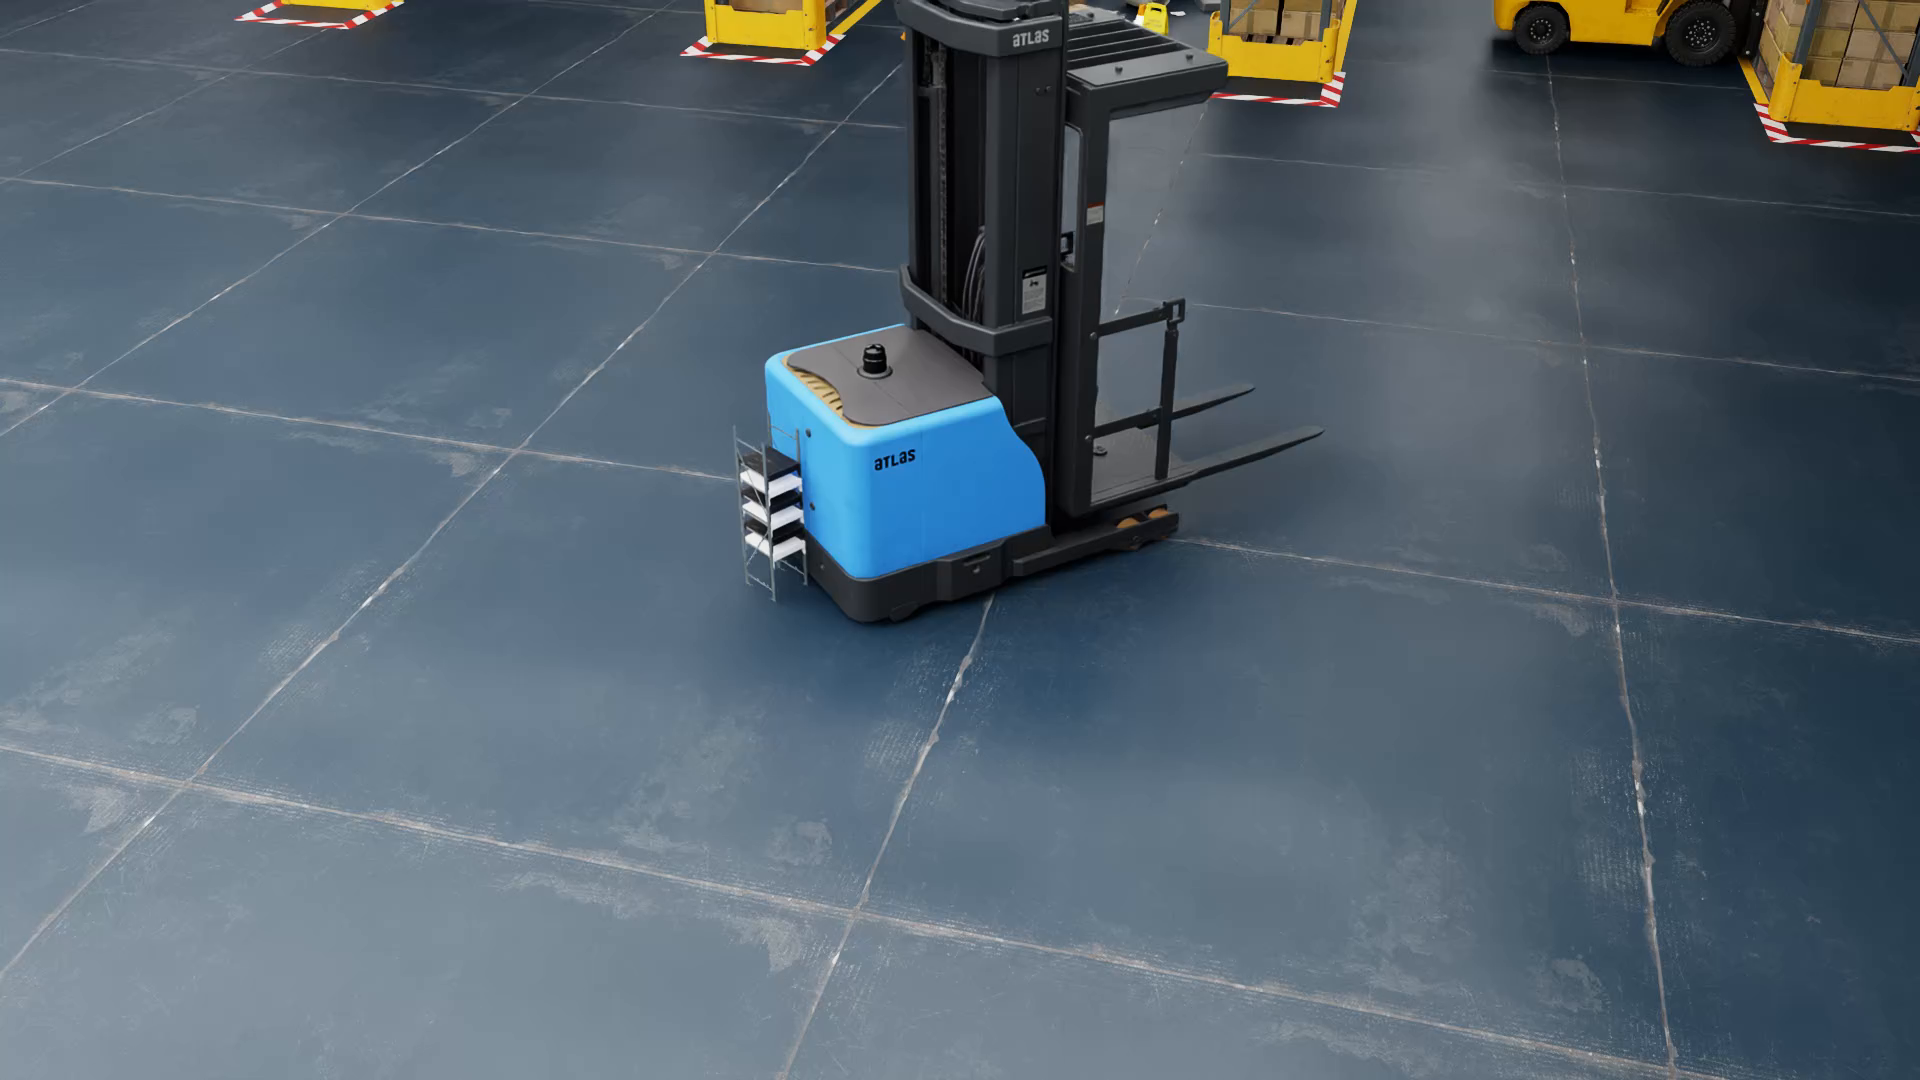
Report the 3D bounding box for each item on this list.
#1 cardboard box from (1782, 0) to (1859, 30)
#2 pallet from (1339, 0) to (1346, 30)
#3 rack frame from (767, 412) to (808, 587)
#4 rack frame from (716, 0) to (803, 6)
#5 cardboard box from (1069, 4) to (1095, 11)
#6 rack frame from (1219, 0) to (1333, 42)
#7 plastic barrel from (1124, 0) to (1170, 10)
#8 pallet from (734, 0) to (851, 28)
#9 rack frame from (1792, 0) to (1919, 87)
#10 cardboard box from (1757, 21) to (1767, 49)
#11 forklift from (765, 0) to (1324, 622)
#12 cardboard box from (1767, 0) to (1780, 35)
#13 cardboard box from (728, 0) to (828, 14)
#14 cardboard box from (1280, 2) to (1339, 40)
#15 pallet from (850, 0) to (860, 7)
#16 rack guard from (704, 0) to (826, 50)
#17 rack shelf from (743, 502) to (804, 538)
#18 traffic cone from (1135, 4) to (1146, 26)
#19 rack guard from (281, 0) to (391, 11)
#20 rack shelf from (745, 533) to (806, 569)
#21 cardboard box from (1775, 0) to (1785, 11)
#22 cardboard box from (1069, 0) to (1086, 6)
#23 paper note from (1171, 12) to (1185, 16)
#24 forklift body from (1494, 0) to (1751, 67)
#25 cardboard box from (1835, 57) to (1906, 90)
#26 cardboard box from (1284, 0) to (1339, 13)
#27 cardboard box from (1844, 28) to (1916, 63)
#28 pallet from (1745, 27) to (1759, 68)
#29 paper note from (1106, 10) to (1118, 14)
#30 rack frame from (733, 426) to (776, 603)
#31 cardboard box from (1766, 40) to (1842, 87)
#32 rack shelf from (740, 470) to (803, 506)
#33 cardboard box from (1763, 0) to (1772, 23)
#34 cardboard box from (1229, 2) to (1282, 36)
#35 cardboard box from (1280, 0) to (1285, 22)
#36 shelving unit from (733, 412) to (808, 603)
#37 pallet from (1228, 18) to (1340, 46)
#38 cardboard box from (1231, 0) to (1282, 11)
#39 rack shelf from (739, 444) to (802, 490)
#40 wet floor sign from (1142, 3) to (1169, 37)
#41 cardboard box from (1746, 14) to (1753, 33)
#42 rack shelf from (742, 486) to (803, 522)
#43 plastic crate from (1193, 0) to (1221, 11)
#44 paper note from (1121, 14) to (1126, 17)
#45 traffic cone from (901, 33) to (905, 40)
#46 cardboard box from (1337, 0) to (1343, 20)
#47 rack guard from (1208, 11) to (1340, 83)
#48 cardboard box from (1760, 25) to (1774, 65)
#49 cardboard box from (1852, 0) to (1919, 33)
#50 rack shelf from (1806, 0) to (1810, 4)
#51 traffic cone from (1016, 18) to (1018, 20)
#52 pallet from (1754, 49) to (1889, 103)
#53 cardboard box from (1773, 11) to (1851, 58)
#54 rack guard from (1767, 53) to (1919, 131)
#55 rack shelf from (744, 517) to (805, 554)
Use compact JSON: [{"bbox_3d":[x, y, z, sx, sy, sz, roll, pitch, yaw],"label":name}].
[{"bbox_3d":[7.515,-4.667,14.534,0.500,0.250,0.500,9,34,14],"label":"cardboard box"},{"bbox_3d":[3.469,-5.531,17.253,1.003,0.211,1.213,8,33,12],"label":"pallet"},{"bbox_3d":[-0.850,-0.192,8.213,0.006,0.900,0.240,-27,41,-36],"label":"rack frame"},{"bbox_3d":[-1.916,-6.242,15.772,1.000,3.000,0.127,8,33,12],"label":"rack frame"},{"bbox_3d":[1.276,-5.372,17.062,0.380,0.149,0.250,28,42,36],"label":"cardboard box"},{"bbox_3d":[2.898,-5.620,14.795,1.000,3.000,0.127,8,33,12],"label":"rack frame"},{"bbox_3d":[1.957,-5.811,17.496,0.421,0.421,0.512,-21,38,-29],"label":"plastic barrel"},{"bbox_3d":[-1.789,-5.491,17.190,1.003,0.211,1.213,8,33,12],"label":"pallet"},{"bbox_3d":[7.700,-4.946,13.735,1.000,3.000,0.127,8,33,12],"label":"rack frame"},{"bbox_3d":[7.784,-4.765,15.621,0.500,0.250,0.500,8,33,13],"label":"cardboard box"},{"bbox_3d":[0.561,-1.410,8.236,3.031,2.935,1.130,-17,36,-25],"label":"forklift"},{"bbox_3d":[7.658,-4.728,15.097,0.500,0.250,0.500,8,33,12],"label":"cardboard box"},{"bbox_3d":[-1.808,-5.883,16.798,0.875,0.875,0.875,8,33,13],"label":"cardboard box"},{"bbox_3d":[3.370,-5.018,16.019,0.500,0.250,0.500,8,33,12],"label":"cardboard box"},{"bbox_3d":[-1.477,-6.122,18.183,1.003,0.211,1.213,8,33,12],"label":"pallet"},{"bbox_3d":[-1.922,-5.174,16.423,1.175,0.500,0.348,8,33,12],"label":"rack guard"},{"bbox_3d":[-0.924,-0.126,8.171,0.200,0.077,0.258,-27,41,-36],"label":"rack shelf"},{"bbox_3d":[1.759,-4.948,16.103,0.336,0.463,0.334,8,33,12],"label":"traffic cone"},{"bbox_3d":[-6.669,-5.954,17.650,1.175,0.500,0.348,8,33,12],"label":"rack guard"},{"bbox_3d":[-0.924,0.026,8.268,0.200,0.077,0.258,-27,41,-36],"label":"rack shelf"},{"bbox_3d":[7.639,-4.932,14.952,0.500,0.250,0.500,9,33,13],"label":"cardboard box"},{"bbox_3d":[0.894,-5.823,17.441,0.797,0.503,0.637,-14,35,-21],"label":"cardboard box"},{"bbox_3d":[2.285,-5.513,17.394,0.142,0.019,0.148,-3,33,-4],"label":"paper note"},{"bbox_3d":[6.416,-5.821,15.901,2.313,2.155,1.214,8,33,12],"label":"forklift body"},{"bbox_3d":[8.013,-4.192,14.719,0.500,0.250,0.500,8,33,13],"label":"cardboard box"},{"bbox_3d":[3.375,-5.347,15.837,0.500,0.500,0.500,7,33,11],"label":"cardboard box"},{"bbox_3d":[8.020,-4.390,14.565,0.500,0.250,0.500,9,33,13],"label":"cardboard box"},{"bbox_3d":[8.165,-4.803,16.109,1.003,0.211,1.213,8,33,12],"label":"pallet"},{"bbox_3d":[1.573,-5.544,17.454,0.148,0.019,0.142,20,38,29],"label":"paper note"},{"bbox_3d":[-0.997,-0.116,8.094,0.006,0.900,0.240,-27,41,-36],"label":"rack frame"},{"bbox_3d":[7.513,-4.250,14.811,0.500,0.250,0.500,8,33,13],"label":"cardboard box"},{"bbox_3d":[-0.924,-0.278,8.075,0.200,0.077,0.258,-27,41,-36],"label":"rack shelf"},{"bbox_3d":[7.769,-4.999,15.523,0.500,0.250,0.500,7,33,11],"label":"cardboard box"},{"bbox_3d":[2.848,-5.106,16.157,0.500,0.250,0.500,8,33,12],"label":"cardboard box"},{"bbox_3d":[2.982,-5.361,16.558,0.500,0.250,0.500,8,33,13],"label":"cardboard box"},{"bbox_3d":[-0.924,-0.154,8.153,0.210,0.900,0.258,-27,41,-36],"label":"shelving unit"},{"bbox_3d":[3.157,-4.900,16.261,1.003,0.211,1.213,8,33,12],"label":"pallet"},{"bbox_3d":[2.849,-5.405,15.928,0.500,0.500,0.500,8,33,13],"label":"cardboard box"},{"bbox_3d":[-0.924,-0.354,8.026,0.200,0.077,0.258,-27,41,-36],"label":"rack shelf"},{"bbox_3d":[1.814,-4.674,15.501,0.267,0.644,0.232,20,38,29],"label":"wet floor sign"},{"bbox_3d":[7.894,-5.038,16.050,0.500,0.250,0.500,9,34,14],"label":"cardboard box"},{"bbox_3d":[-0.924,-0.202,8.123,0.200,0.077,0.258,-27,41,-36],"label":"rack shelf"},{"bbox_3d":[2.721,-5.761,17.737,0.402,0.080,0.583,-3,33,-4],"label":"plastic crate"},{"bbox_3d":[1.704,-5.470,17.344,0.032,0.001,0.123,8,33,12],"label":"paper note"},{"bbox_3d":[-0.408,-5.253,16.582,0.336,0.463,0.334,8,33,12],"label":"traffic cone"},{"bbox_3d":[3.507,-5.282,16.434,0.500,0.250,0.500,9,34,14],"label":"cardboard box"},{"bbox_3d":[2.917,-4.605,15.527,1.175,0.500,0.348,8,33,12],"label":"rack guard"},{"bbox_3d":[7.649,-4.507,15.215,0.500,0.250,0.500,8,33,12],"label":"cardboard box"},{"bbox_3d":[8.005,-4.609,14.443,0.500,0.250,0.500,8,33,12],"label":"cardboard box"},{"bbox_3d":[8.207,-5.681,15.560,1.077,0.370,4.000,8,33,12],"label":"rack shelf"},{"bbox_3d":[0.599,-4.923,16.063,0.336,0.463,0.334,8,33,12],"label":"traffic cone"},{"bbox_3d":[7.853,-4.172,15.116,1.003,0.211,1.213,8,33,12],"label":"pallet"},{"bbox_3d":[7.521,-4.469,14.690,0.500,0.250,0.500,8,33,12],"label":"cardboard box"},{"bbox_3d":[7.694,-3.879,14.386,1.175,0.500,0.348,8,33,12],"label":"rack guard"},{"bbox_3d":[-0.924,-0.050,8.220,0.200,0.077,0.258,-27,41,-36],"label":"rack shelf"}]
